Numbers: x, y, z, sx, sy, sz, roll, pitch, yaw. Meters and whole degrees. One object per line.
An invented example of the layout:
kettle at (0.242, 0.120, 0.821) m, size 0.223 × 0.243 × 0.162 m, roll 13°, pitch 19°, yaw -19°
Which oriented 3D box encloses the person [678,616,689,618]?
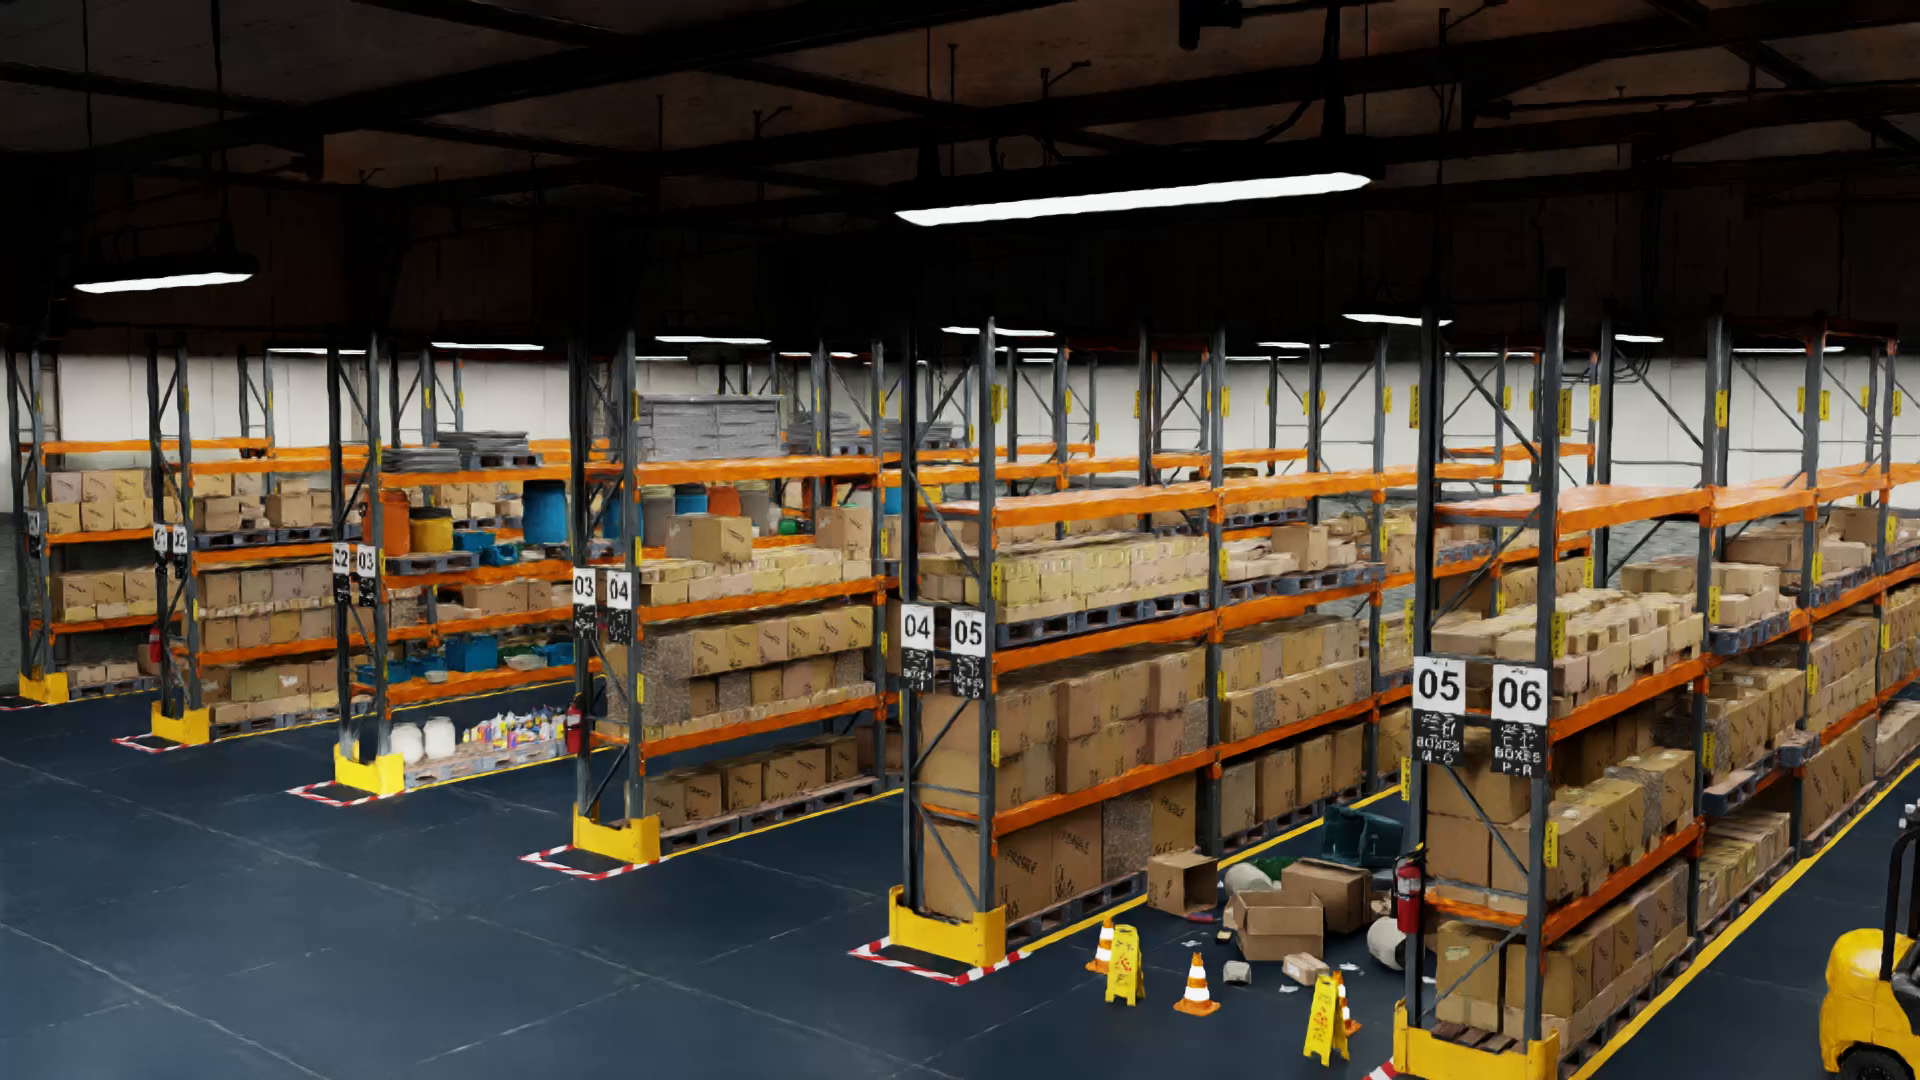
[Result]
person at (-4.480, 1.919, 27.042) m, size 1.019 × 1.603 × 0.445 m, roll -4°, pitch 7°, yaw -41°

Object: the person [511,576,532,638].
person at (-8.268, 1.505, 31.376) m, size 0.449 × 1.668 × 0.530 m, roll 1°, pitch 5°, yaw 7°
